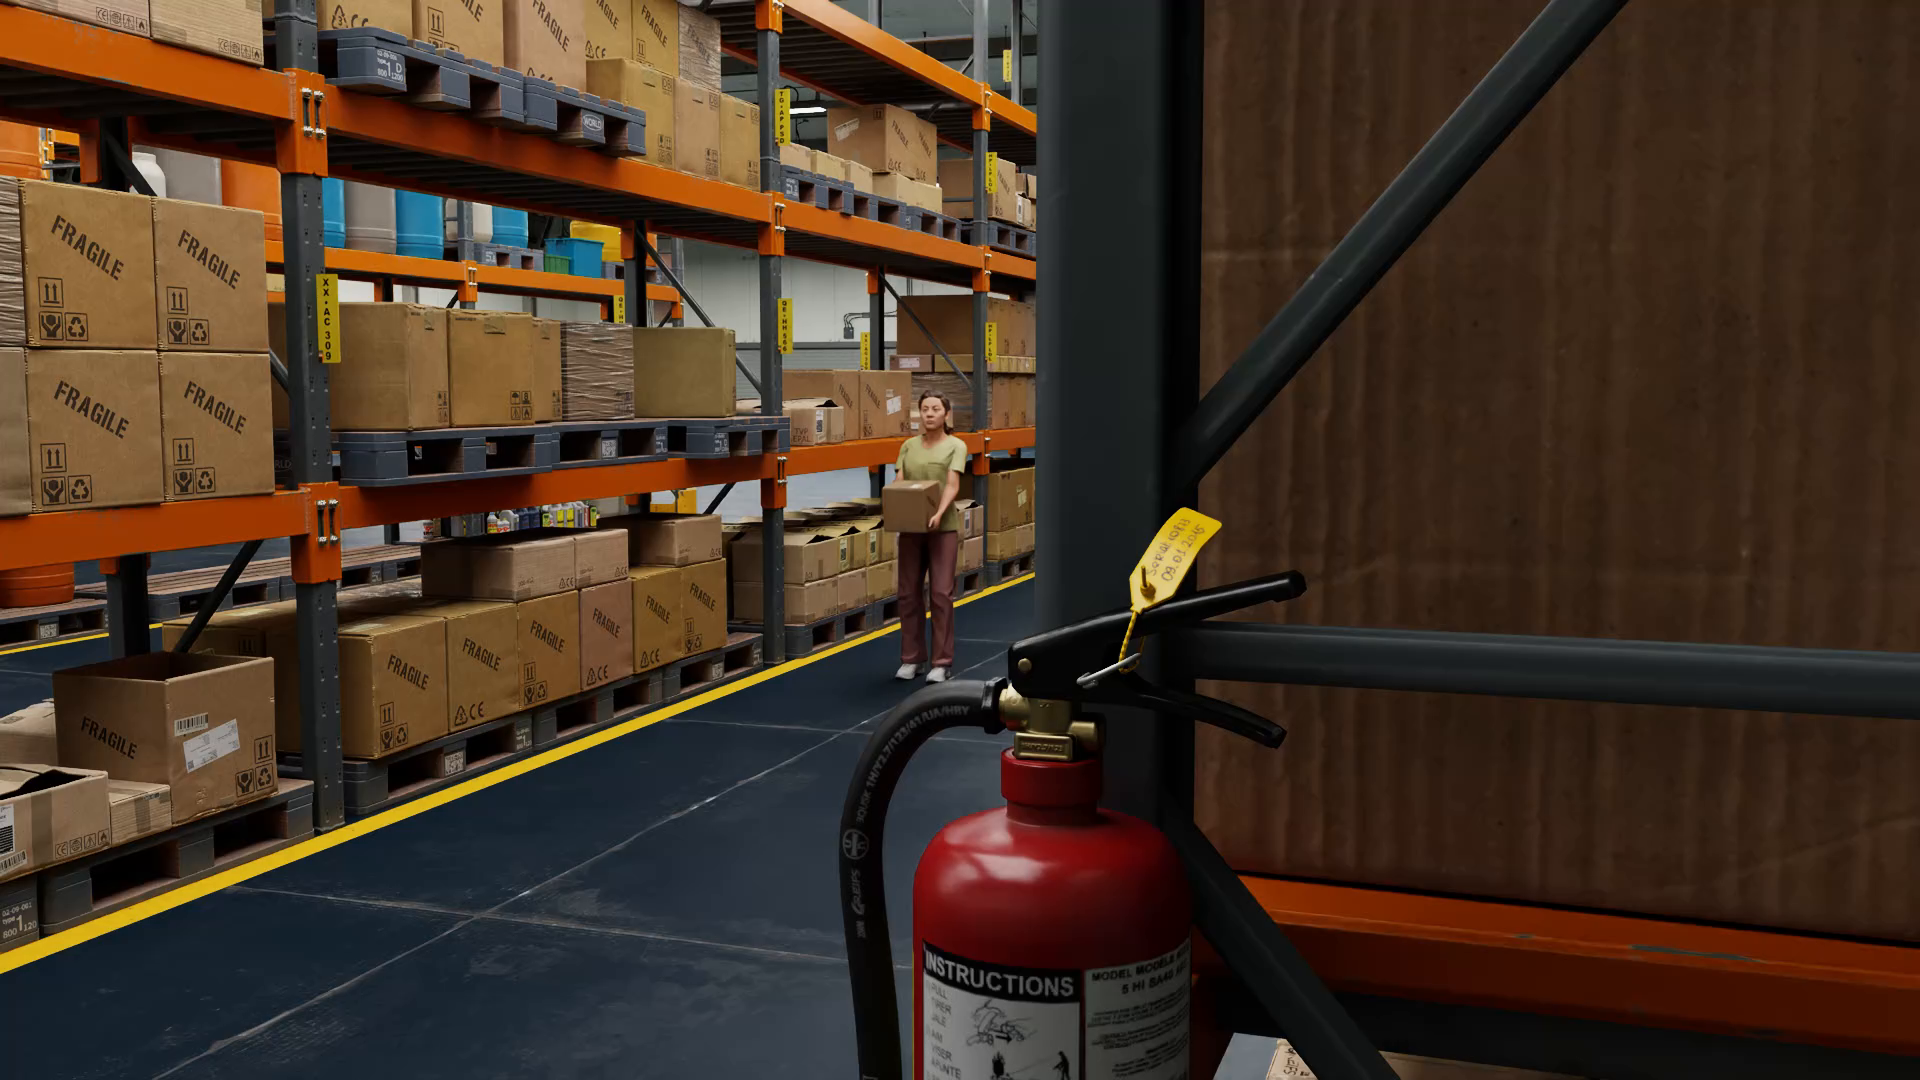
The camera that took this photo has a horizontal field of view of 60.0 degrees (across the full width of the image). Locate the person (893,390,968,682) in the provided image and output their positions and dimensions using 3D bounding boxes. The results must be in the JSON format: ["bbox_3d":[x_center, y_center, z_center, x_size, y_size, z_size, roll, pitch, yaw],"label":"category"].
[{"bbox_3d":[-0.197,-0.025,9.540,0.426,1.667,0.544,2,6,20],"label":"person"}]
